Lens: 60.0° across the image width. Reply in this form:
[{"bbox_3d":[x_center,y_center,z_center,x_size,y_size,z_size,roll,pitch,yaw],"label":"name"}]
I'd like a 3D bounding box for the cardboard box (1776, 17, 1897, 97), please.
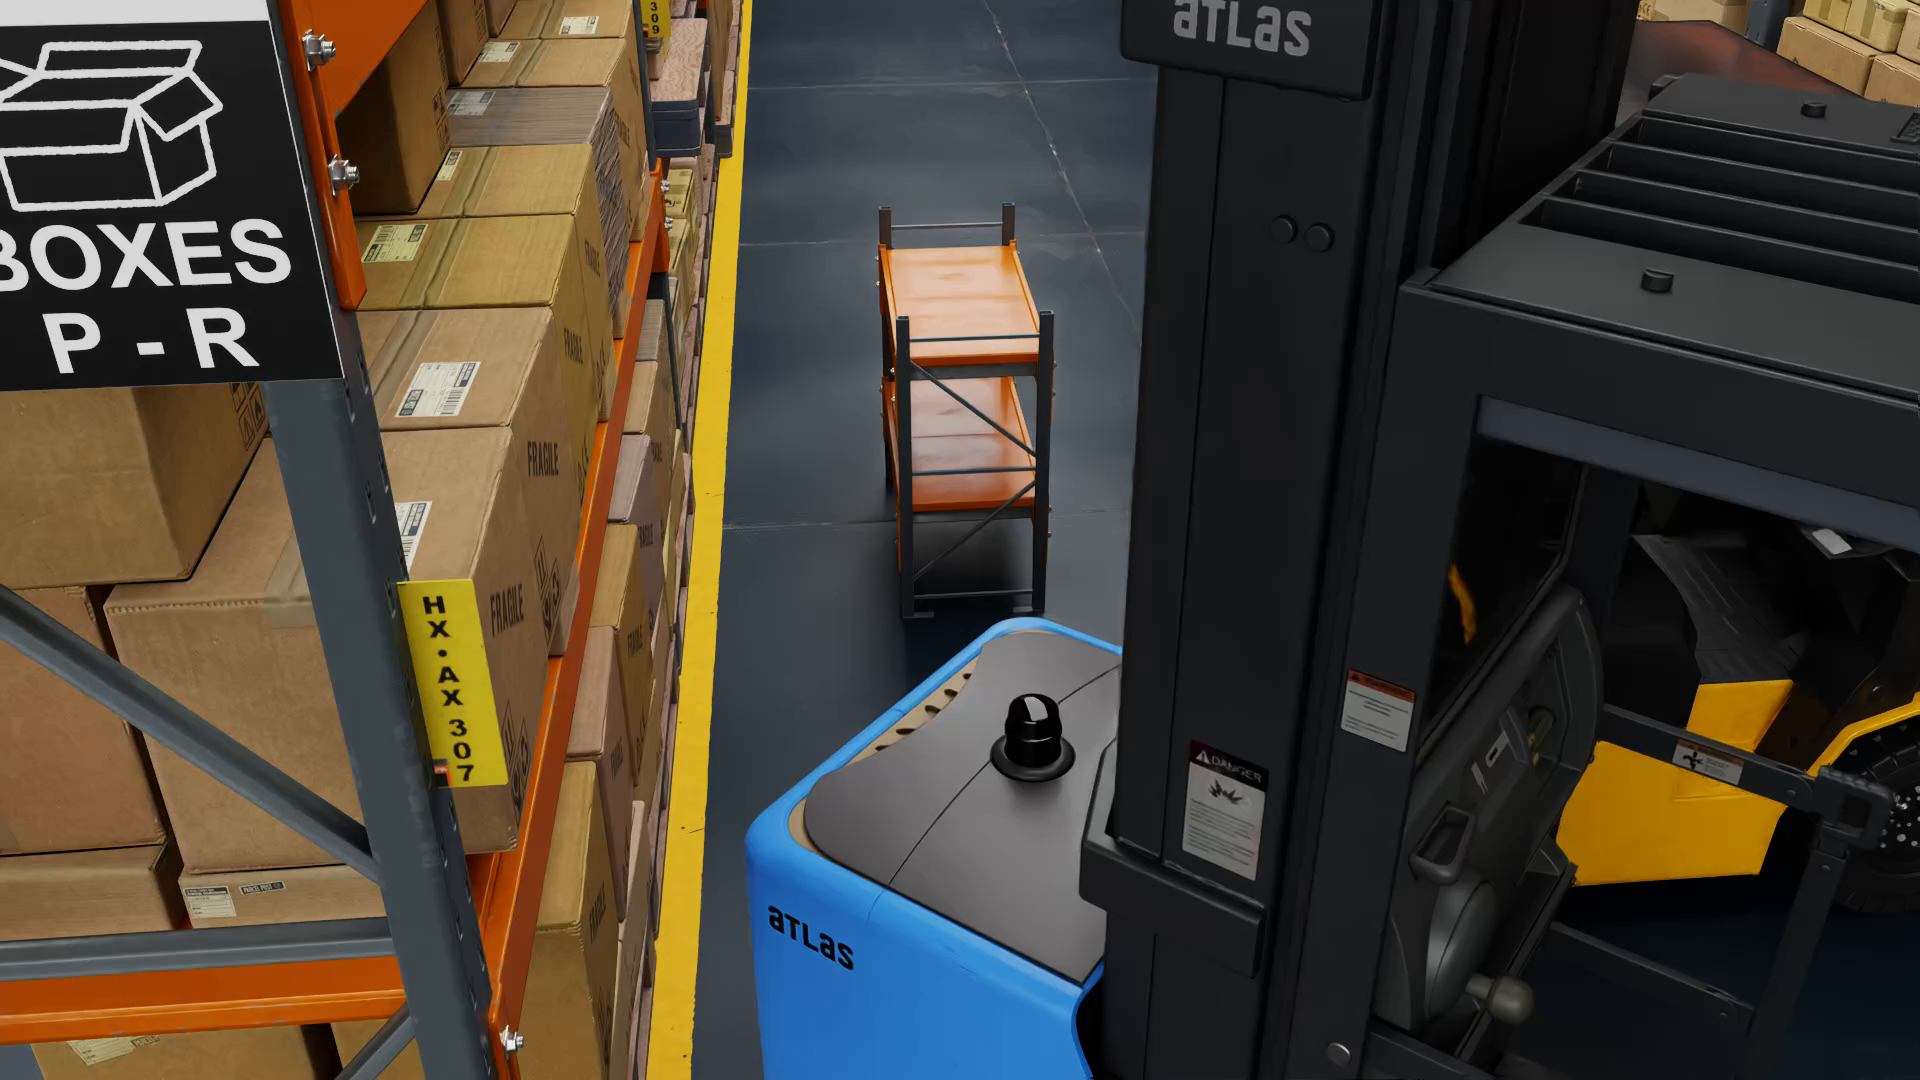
[{"bbox_3d":[3.149,-1.497,5.733,0.500,0.500,0.500,-4,31,-6],"label":"cardboard box"}]

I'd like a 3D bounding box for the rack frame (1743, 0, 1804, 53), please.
[{"bbox_3d":[3.368,-1.693,6.159,1.000,3.000,0.127,-3,31,-5],"label":"rack frame"}]

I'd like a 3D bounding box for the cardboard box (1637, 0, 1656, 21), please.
[{"bbox_3d":[3.012,-2.344,6.908,0.500,0.250,0.500,-4,31,-6],"label":"cardboard box"}]

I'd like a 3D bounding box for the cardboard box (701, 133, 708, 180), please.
[{"bbox_3d":[-1.905,-2.259,9.259,0.950,0.372,0.625,-5,31,-8],"label":"cardboard box"}]

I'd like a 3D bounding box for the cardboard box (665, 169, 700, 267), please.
[{"bbox_3d":[-1.763,-1.495,7.981,0.950,0.372,0.625,-2,31,-3],"label":"cardboard box"}]

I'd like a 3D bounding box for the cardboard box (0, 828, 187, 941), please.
[{"bbox_3d":[-1.448,0.516,2.706,0.380,0.149,0.250,-2,31,-3],"label":"cardboard box"}]

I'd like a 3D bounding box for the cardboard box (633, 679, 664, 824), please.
[{"bbox_3d":[-1.104,0.625,4.550,0.500,0.250,0.500,-1,31,-1],"label":"cardboard box"}]

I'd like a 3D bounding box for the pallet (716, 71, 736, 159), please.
[{"bbox_3d":[-1.946,-2.704,10.572,1.003,0.211,1.213,-3,31,-5],"label":"pallet"}]

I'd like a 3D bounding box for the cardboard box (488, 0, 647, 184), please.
[{"bbox_3d":[-1.285,-1.409,5.296,0.500,0.500,0.500,-4,31,-6],"label":"cardboard box"}]

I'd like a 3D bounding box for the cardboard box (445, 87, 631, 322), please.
[{"bbox_3d":[-1.177,-0.882,4.414,0.500,0.500,0.500,-2,31,-3],"label":"cardboard box"}]

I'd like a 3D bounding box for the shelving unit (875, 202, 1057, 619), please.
[{"bbox_3d":[-0.001,-0.486,5.967,0.538,1.125,1.048,-3,31,-5],"label":"shelving unit"}]

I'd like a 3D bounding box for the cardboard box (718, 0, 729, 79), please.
[{"bbox_3d":[-2.009,-3.576,10.974,0.875,0.875,0.875,-2,31,-4],"label":"cardboard box"}]

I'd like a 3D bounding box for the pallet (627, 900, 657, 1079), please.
[{"bbox_3d":[-1.248,1.331,3.816,1.003,0.211,1.213,-3,31,-5],"label":"pallet"}]

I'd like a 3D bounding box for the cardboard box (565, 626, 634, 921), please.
[{"bbox_3d":[-1.056,0.563,3.922,0.500,0.500,0.500,-4,31,-6],"label":"cardboard box"}]

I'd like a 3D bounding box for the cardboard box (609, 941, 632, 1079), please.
[{"bbox_3d":[-1.000,1.164,3.648,0.500,0.250,0.500,-3,31,-5],"label":"cardboard box"}]

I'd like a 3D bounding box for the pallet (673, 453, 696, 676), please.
[{"bbox_3d":[-1.476,0.085,5.902,1.003,0.211,1.213,-3,31,-5],"label":"pallet"}]

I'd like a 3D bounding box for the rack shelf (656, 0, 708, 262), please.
[{"bbox_3d":[-1.761,-2.165,7.652,1.077,0.370,4.000,-3,31,-5],"label":"rack shelf"}]

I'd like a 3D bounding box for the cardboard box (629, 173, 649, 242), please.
[{"bbox_3d":[-1.210,-1.069,5.359,0.380,0.149,0.250,-2,31,-3],"label":"cardboard box"}]

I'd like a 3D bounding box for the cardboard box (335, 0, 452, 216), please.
[{"bbox_3d":[-1.563,-1.037,3.698,0.700,0.500,0.500,-3,31,-5],"label":"cardboard box"}]

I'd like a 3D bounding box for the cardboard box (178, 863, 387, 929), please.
[{"bbox_3d":[-1.026,0.513,2.710,0.380,0.149,0.250,-3,31,-4],"label":"cardboard box"}]

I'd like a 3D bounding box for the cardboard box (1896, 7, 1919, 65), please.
[{"bbox_3d":[3.214,-1.575,5.232,0.380,0.149,0.250,-3,31,-5],"label":"cardboard box"}]

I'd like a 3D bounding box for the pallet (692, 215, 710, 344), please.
[{"bbox_3d":[-1.765,-1.278,8.183,1.003,0.211,1.213,-3,31,-5],"label":"pallet"}]

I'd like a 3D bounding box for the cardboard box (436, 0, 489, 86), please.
[{"bbox_3d":[-1.723,-1.556,4.568,0.700,0.500,0.500,-3,31,-4],"label":"cardboard box"}]

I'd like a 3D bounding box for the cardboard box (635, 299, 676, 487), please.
[{"bbox_3d":[-1.251,-0.486,5.679,0.500,0.500,0.500,-3,31,-5],"label":"cardboard box"}]

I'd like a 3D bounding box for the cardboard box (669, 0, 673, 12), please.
[{"bbox_3d":[-1.379,-2.313,6.400,0.500,0.500,0.500,-3,31,-4],"label":"cardboard box"}]

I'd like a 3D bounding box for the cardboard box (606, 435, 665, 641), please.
[{"bbox_3d":[-1.153,0.034,4.808,0.500,0.500,0.500,-1,31,-2],"label":"cardboard box"}]

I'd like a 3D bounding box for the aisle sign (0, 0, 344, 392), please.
[{"bbox_3d":[-0.886,-0.510,1.644,0.394,0.787,0.004,-3,31,-5],"label":"aisle sign"}]

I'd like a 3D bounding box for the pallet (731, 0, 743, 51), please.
[{"bbox_3d":[-2.174,-3.950,12.657,1.003,0.211,1.213,-3,31,-5],"label":"pallet"}]

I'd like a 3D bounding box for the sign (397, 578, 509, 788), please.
[{"bbox_3d":[-0.660,0.191,2.160,0.100,0.325,0.005,-3,31,-5],"label":"sign"}]

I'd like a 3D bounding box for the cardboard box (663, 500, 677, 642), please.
[{"bbox_3d":[-1.191,0.107,5.417,0.500,0.250,0.500,-4,31,-6],"label":"cardboard box"}]

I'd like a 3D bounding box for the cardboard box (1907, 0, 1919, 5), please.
[{"bbox_3d":[3.234,-1.837,5.380,0.380,0.149,0.250,-2,31,-4],"label":"cardboard box"}]

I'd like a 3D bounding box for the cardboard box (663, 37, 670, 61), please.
[{"bbox_3d":[-1.325,-1.951,6.426,0.380,0.149,0.250,-2,31,-4],"label":"cardboard box"}]

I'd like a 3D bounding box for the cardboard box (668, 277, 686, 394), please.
[{"bbox_3d":[-1.625,-0.773,6.772,0.950,0.372,0.625,-2,31,-4],"label":"cardboard box"}]

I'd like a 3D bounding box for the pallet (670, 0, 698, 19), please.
[{"bbox_3d":[-1.722,-2.404,7.537,1.003,0.211,1.213,-3,31,-5],"label":"pallet"}]

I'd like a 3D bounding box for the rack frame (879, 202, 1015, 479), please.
[{"bbox_3d":[-0.048,-0.746,6.402,0.500,1.125,0.032,-3,31,-5],"label":"rack frame"}]

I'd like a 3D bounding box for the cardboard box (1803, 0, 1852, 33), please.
[{"bbox_3d":[3.136,-1.839,5.674,0.380,0.149,0.250,-3,31,-5],"label":"cardboard box"}]

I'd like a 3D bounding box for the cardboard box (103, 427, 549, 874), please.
[{"bbox_3d":[-0.968,0.163,2.664,0.500,0.500,0.500,-3,31,-5],"label":"cardboard box"}]

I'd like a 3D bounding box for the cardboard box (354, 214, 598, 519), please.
[{"bbox_3d":[-1.069,-0.361,3.542,0.500,0.500,0.500,-3,31,-6],"label":"cardboard box"}]

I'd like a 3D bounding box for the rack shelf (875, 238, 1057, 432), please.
[{"bbox_3d":[-0.001,-0.738,5.817,0.538,0.278,1.000,-3,31,-5],"label":"rack shelf"}]

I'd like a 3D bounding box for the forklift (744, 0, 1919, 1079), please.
[{"bbox_3d":[1.059,0.457,2.626,3.031,2.935,1.130,20,36,30],"label":"forklift"}]

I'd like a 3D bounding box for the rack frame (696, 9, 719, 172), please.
[{"bbox_3d":[-1.948,-3.495,9.177,1.000,3.000,0.127,-3,31,-5],"label":"rack frame"}]

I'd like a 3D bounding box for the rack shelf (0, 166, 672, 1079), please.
[{"bbox_3d":[-1.387,-0.123,4.233,1.077,0.370,4.000,-3,31,-5],"label":"rack shelf"}]

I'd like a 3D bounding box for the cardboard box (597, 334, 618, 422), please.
[{"bbox_3d":[-1.088,-0.416,4.266,0.380,0.149,0.250,-2,31,-4],"label":"cardboard box"}]
